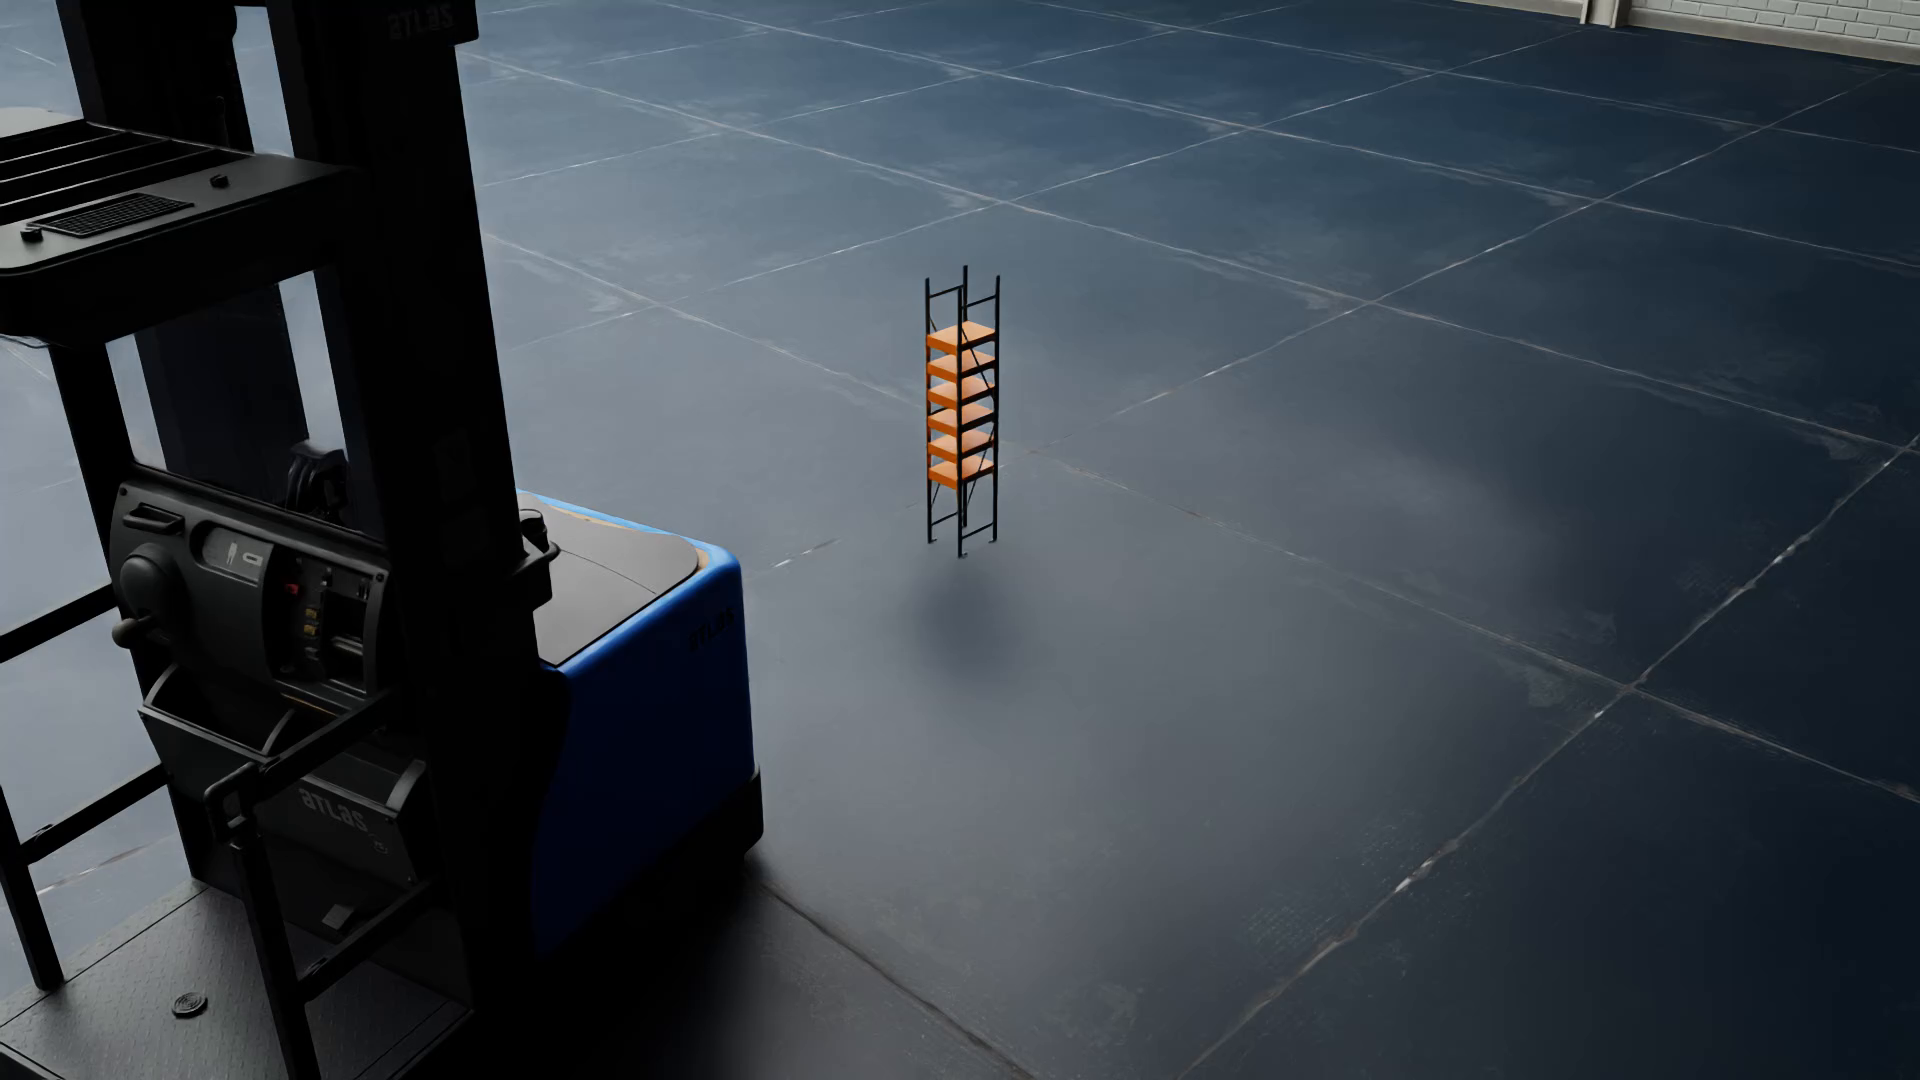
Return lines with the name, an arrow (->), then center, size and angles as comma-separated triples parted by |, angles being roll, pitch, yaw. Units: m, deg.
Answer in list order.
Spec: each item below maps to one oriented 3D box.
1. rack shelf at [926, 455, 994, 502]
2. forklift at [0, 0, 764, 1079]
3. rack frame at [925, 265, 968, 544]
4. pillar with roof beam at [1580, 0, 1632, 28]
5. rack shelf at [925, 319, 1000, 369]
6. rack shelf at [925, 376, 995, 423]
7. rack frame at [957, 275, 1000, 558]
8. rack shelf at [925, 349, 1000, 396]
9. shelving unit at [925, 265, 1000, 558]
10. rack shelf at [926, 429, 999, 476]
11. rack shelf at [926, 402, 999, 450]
rack shelf -> 0.010, -0.275, 7.094 | 0.180, 0.103, 0.258 | 25, 36, 38
forklift -> -1.793, 0.172, 3.774 | 1.130, 2.935, 3.031 | 15, 31, 26
rack frame -> -0.055, -0.556, 7.019 | 0.006, 1.200, 0.240 | 25, 36, 38
pillar with roof beam -> 3.834, -8.049, 12.889 | 0.400, 9.000, 9.100 | 25, 36, 38
rack shelf -> 0.010, -0.806, 6.815 | 0.180, 0.103, 0.258 | 25, 36, 38
rack shelf -> 0.010, -0.593, 6.927 | 0.180, 0.103, 0.258 | 25, 36, 38
rack frame -> 0.076, -0.496, 6.905 | 0.006, 1.200, 0.240 | 25, 36, 38
rack shelf -> 0.010, -0.699, 6.871 | 0.180, 0.103, 0.258 | 25, 36, 38
shelving unit -> 0.010, -0.526, 6.962 | 0.189, 1.200, 0.258 | 25, 36, 38
rack shelf -> 0.010, -0.381, 7.038 | 0.180, 0.103, 0.258 | 25, 36, 38
rack shelf -> 0.010, -0.487, 6.982 | 0.180, 0.103, 0.258 | 25, 36, 38
